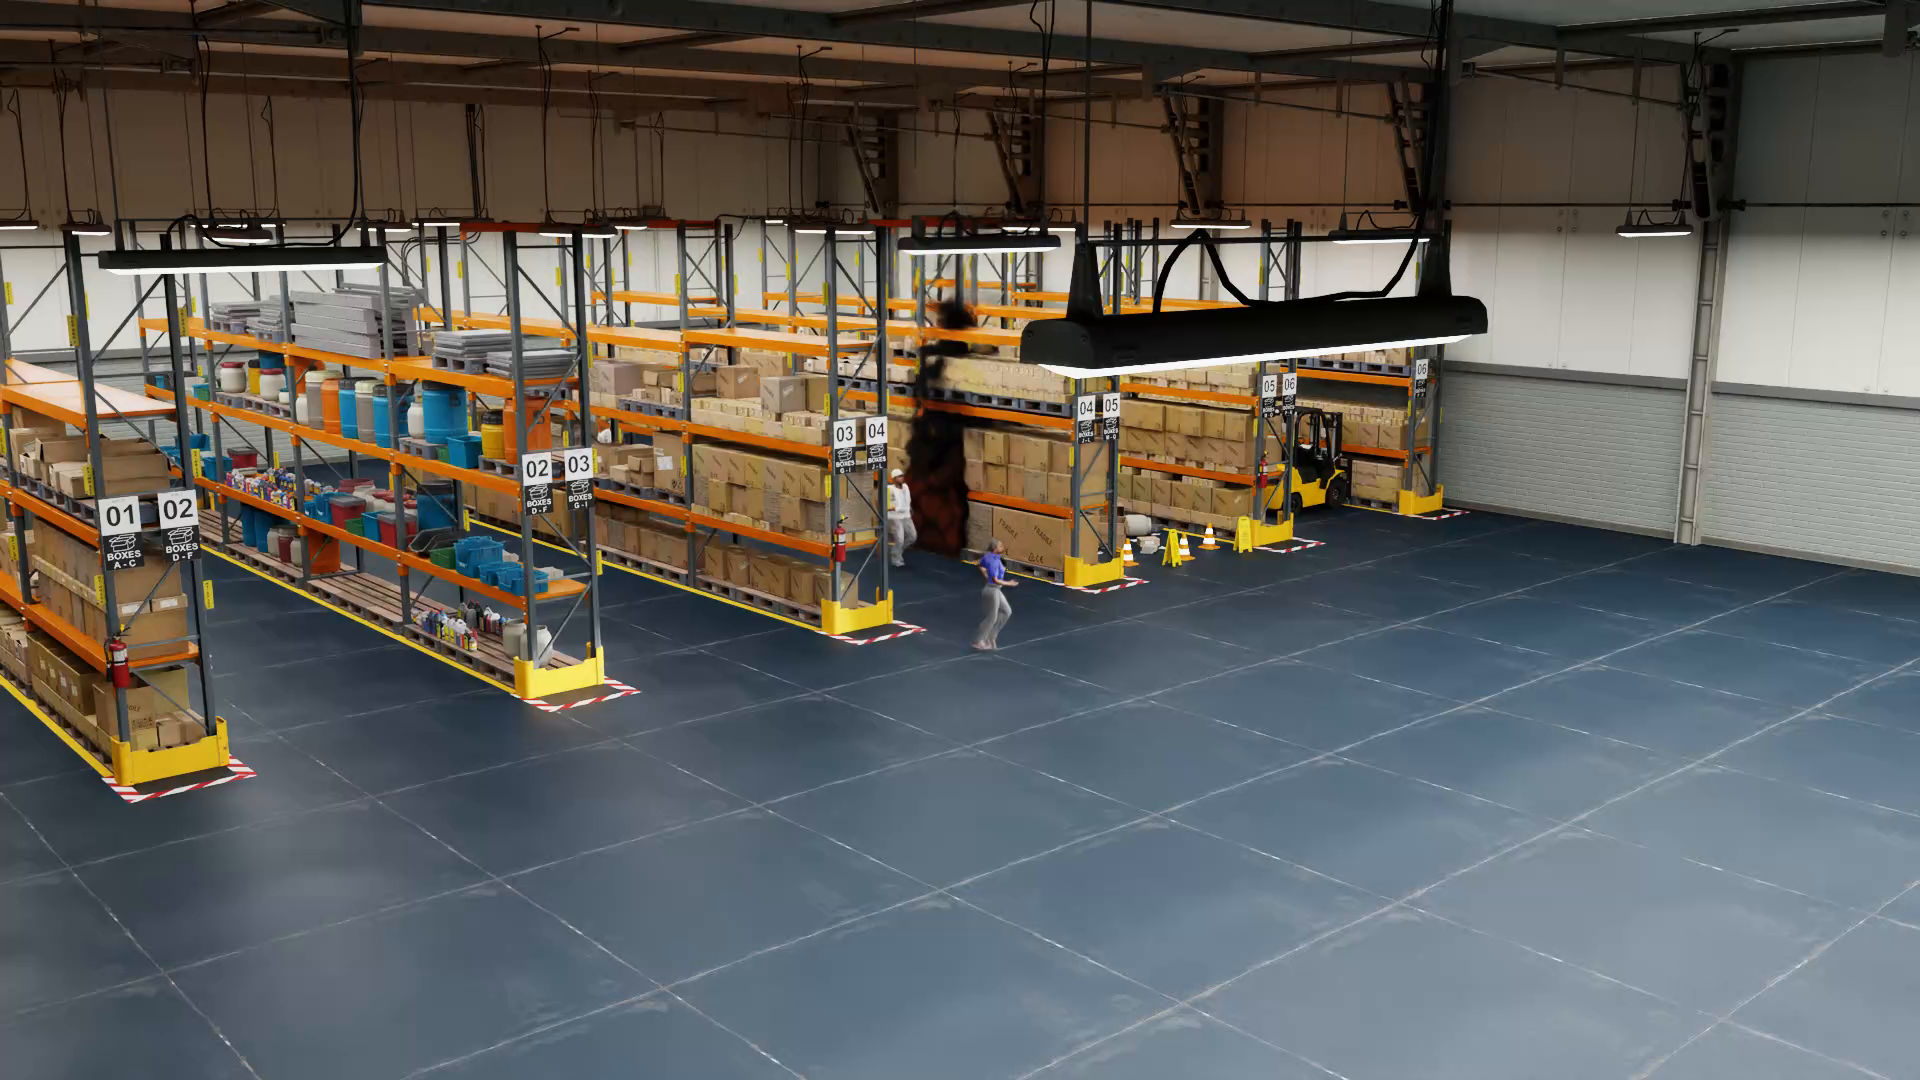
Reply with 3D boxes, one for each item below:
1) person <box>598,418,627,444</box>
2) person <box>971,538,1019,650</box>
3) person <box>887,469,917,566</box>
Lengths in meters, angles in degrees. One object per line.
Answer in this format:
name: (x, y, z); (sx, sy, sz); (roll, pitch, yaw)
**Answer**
person: (-7.648, -1.847, 36.631); (0.685, 1.760, 0.621); (-8, 14, -35)
person: (0.500, 0.795, 23.870); (0.680, 1.685, 0.587); (0, 11, 1)
person: (-1.020, -0.385, 29.328); (0.589, 1.737, 0.669); (11, 16, 44)
